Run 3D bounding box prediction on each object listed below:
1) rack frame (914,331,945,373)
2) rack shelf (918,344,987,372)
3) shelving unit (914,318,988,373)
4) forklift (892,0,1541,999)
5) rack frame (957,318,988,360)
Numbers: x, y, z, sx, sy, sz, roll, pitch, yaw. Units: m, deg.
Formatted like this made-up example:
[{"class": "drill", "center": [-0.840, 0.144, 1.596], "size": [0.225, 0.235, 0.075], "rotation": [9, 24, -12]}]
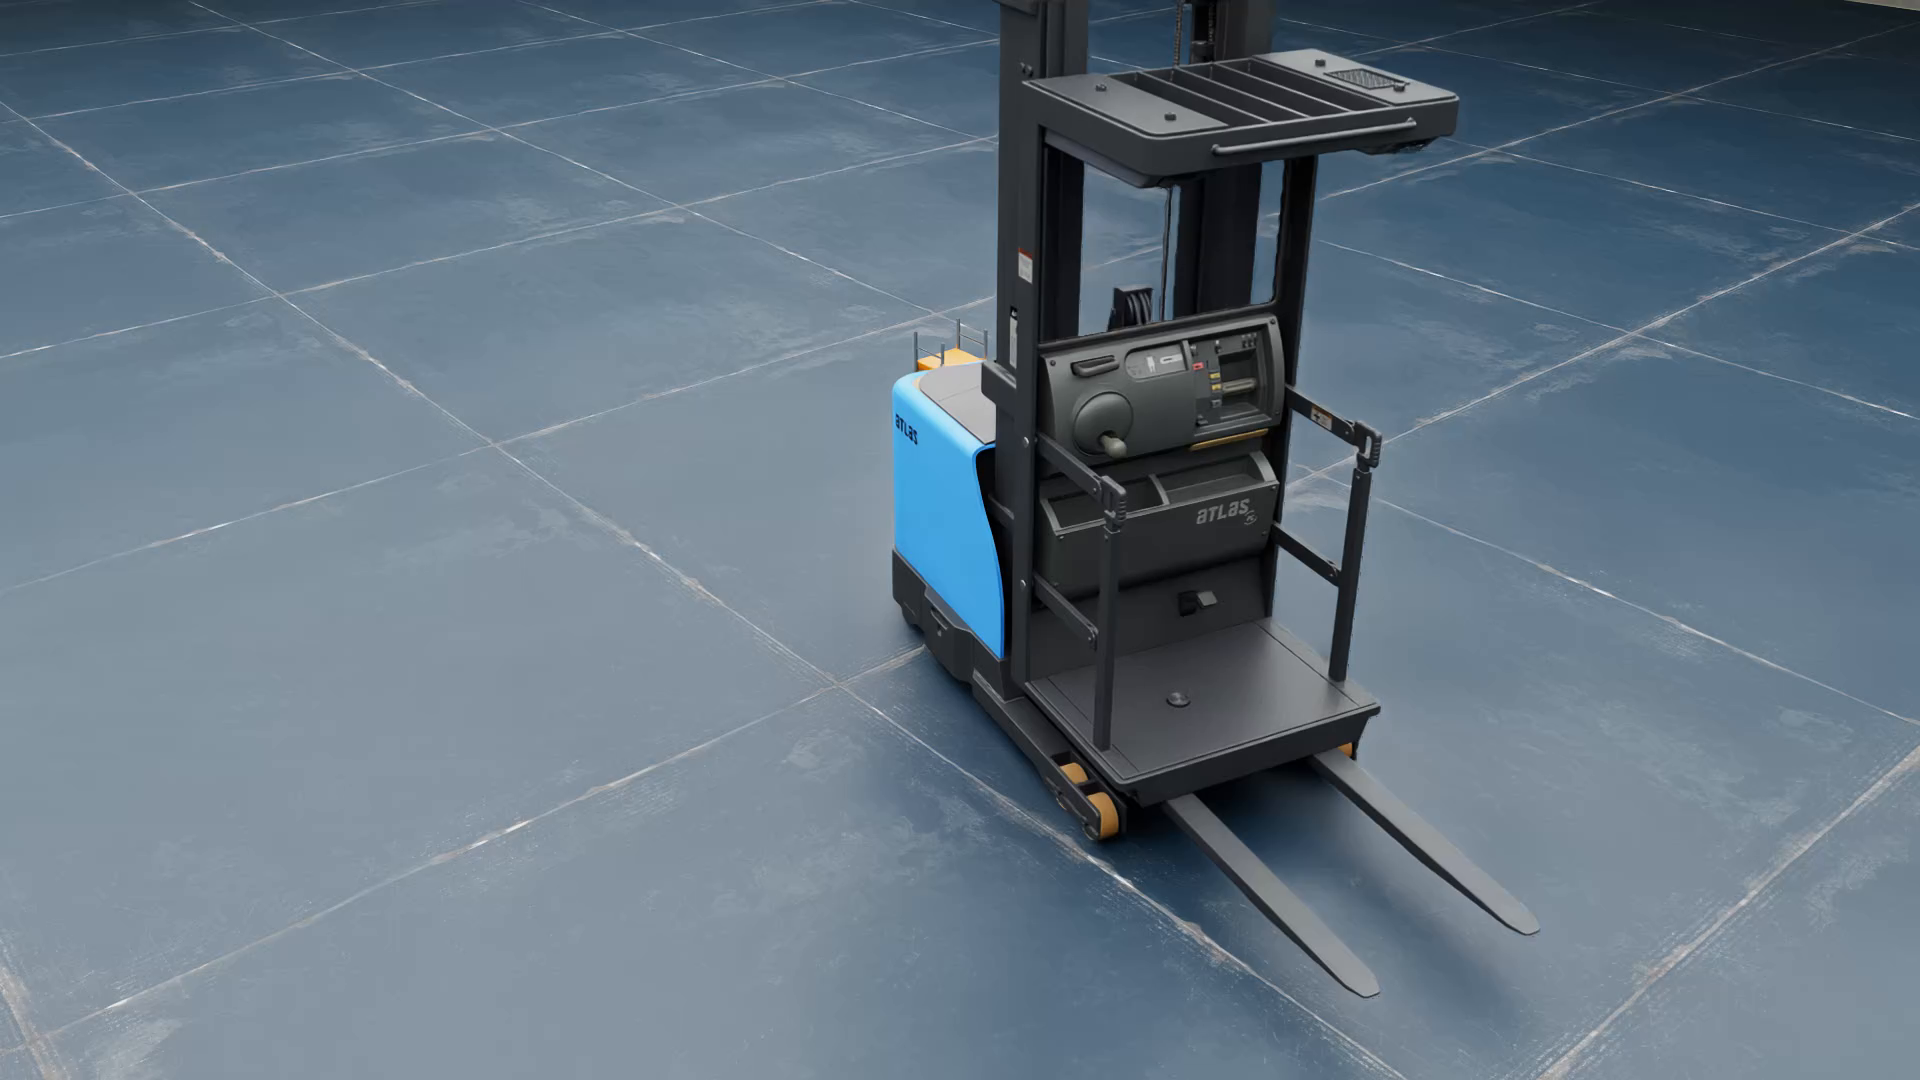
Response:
[{"class": "rack frame", "center": [-0.134, -0.409, 7.402], "size": [0.008, 1.050, 0.200], "rotation": [-22, 35, -35]}, {"class": "rack shelf", "center": [-0.041, -0.688, 7.343], "size": [0.240, 0.259, 0.215], "rotation": [-22, 35, -35]}, {"class": "shelving unit", "center": [-0.041, -0.447, 7.472], "size": [0.252, 1.050, 0.215], "rotation": [-22, 35, -35]}, {"class": "forklift", "center": [0.809, -0.484, 5.545], "size": [1.130, 2.935, 3.031], "rotation": [-13, 31, -23]}, {"class": "rack frame", "center": [0.052, -0.484, 7.542], "size": [0.008, 1.050, 0.200], "rotation": [-22, 35, -35]}]
